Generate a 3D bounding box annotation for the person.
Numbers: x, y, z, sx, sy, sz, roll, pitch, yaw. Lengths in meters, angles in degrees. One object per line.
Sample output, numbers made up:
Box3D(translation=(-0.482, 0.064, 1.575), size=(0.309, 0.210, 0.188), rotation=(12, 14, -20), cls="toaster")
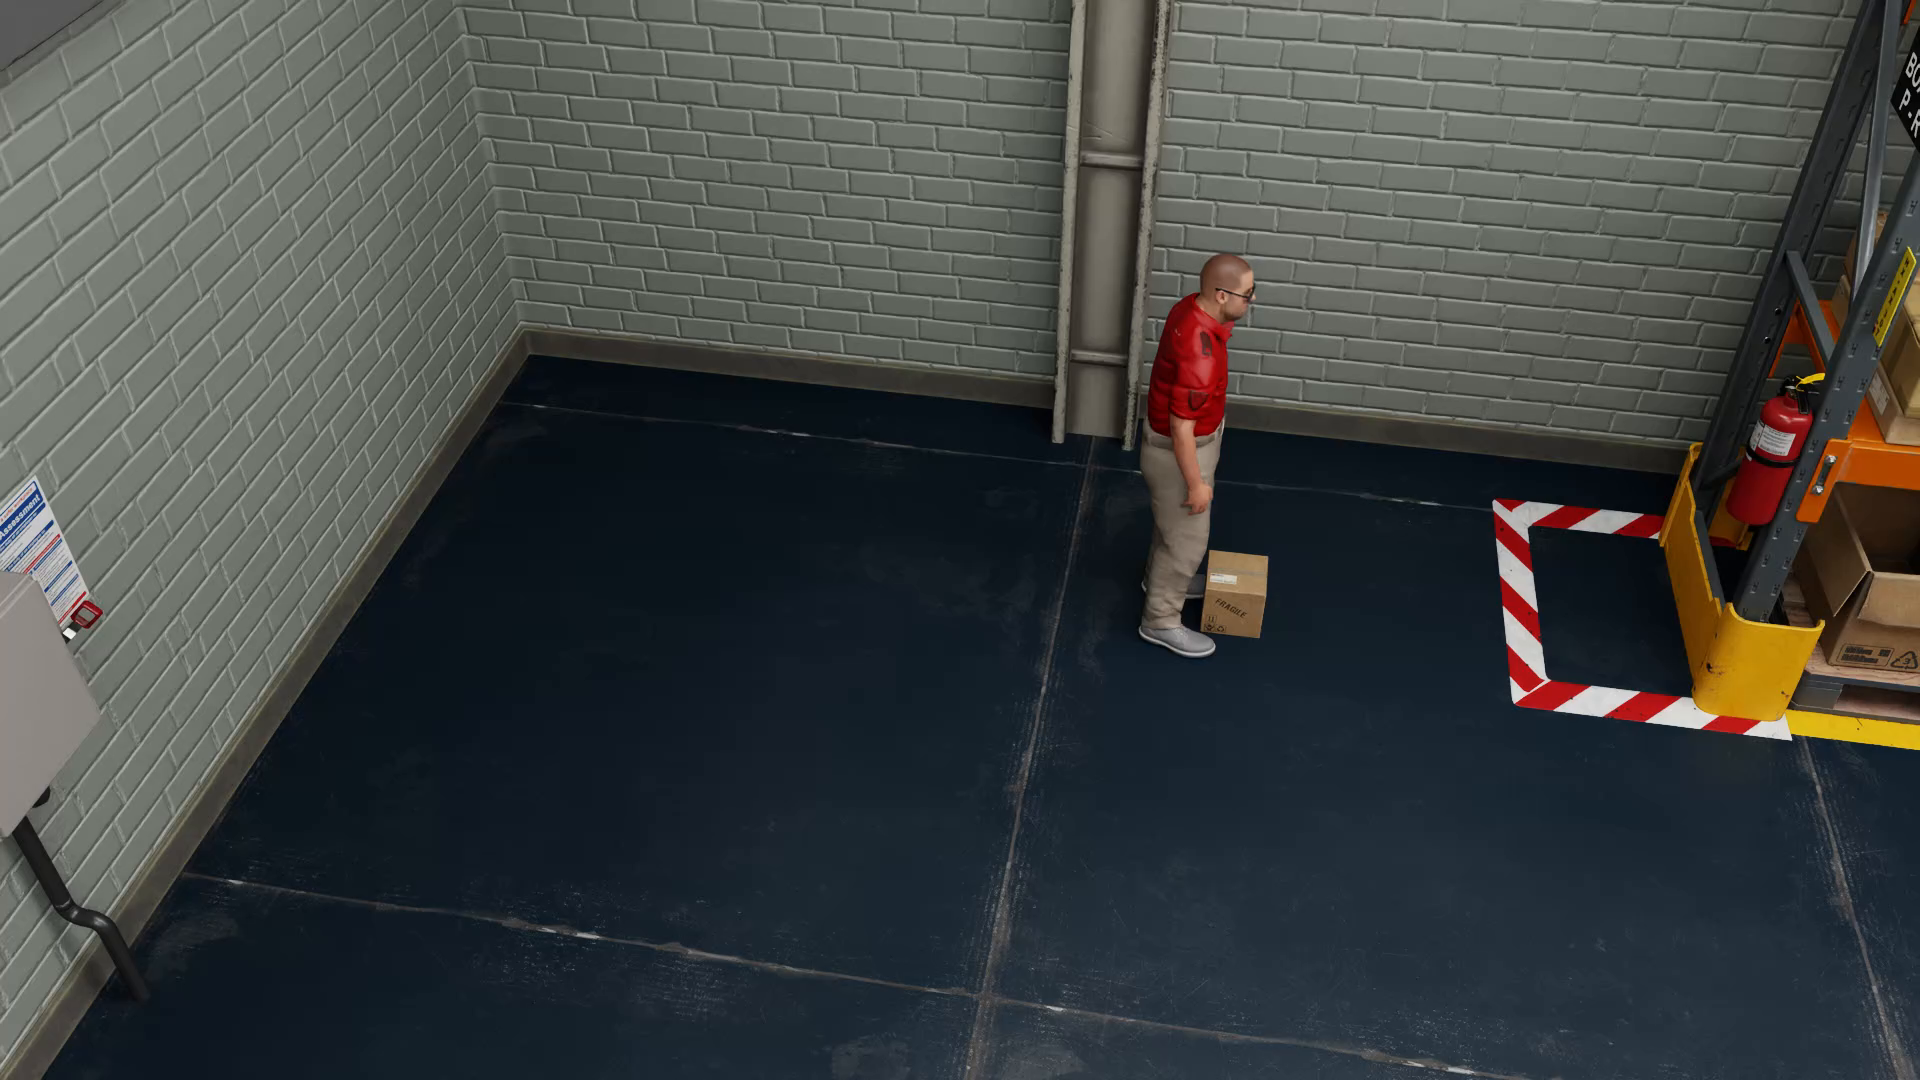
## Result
Box3D(translation=(0.910, -0.363, 6.595), size=(0.384, 1.727, 0.597), rotation=(5, 41, 6), cls="person")
